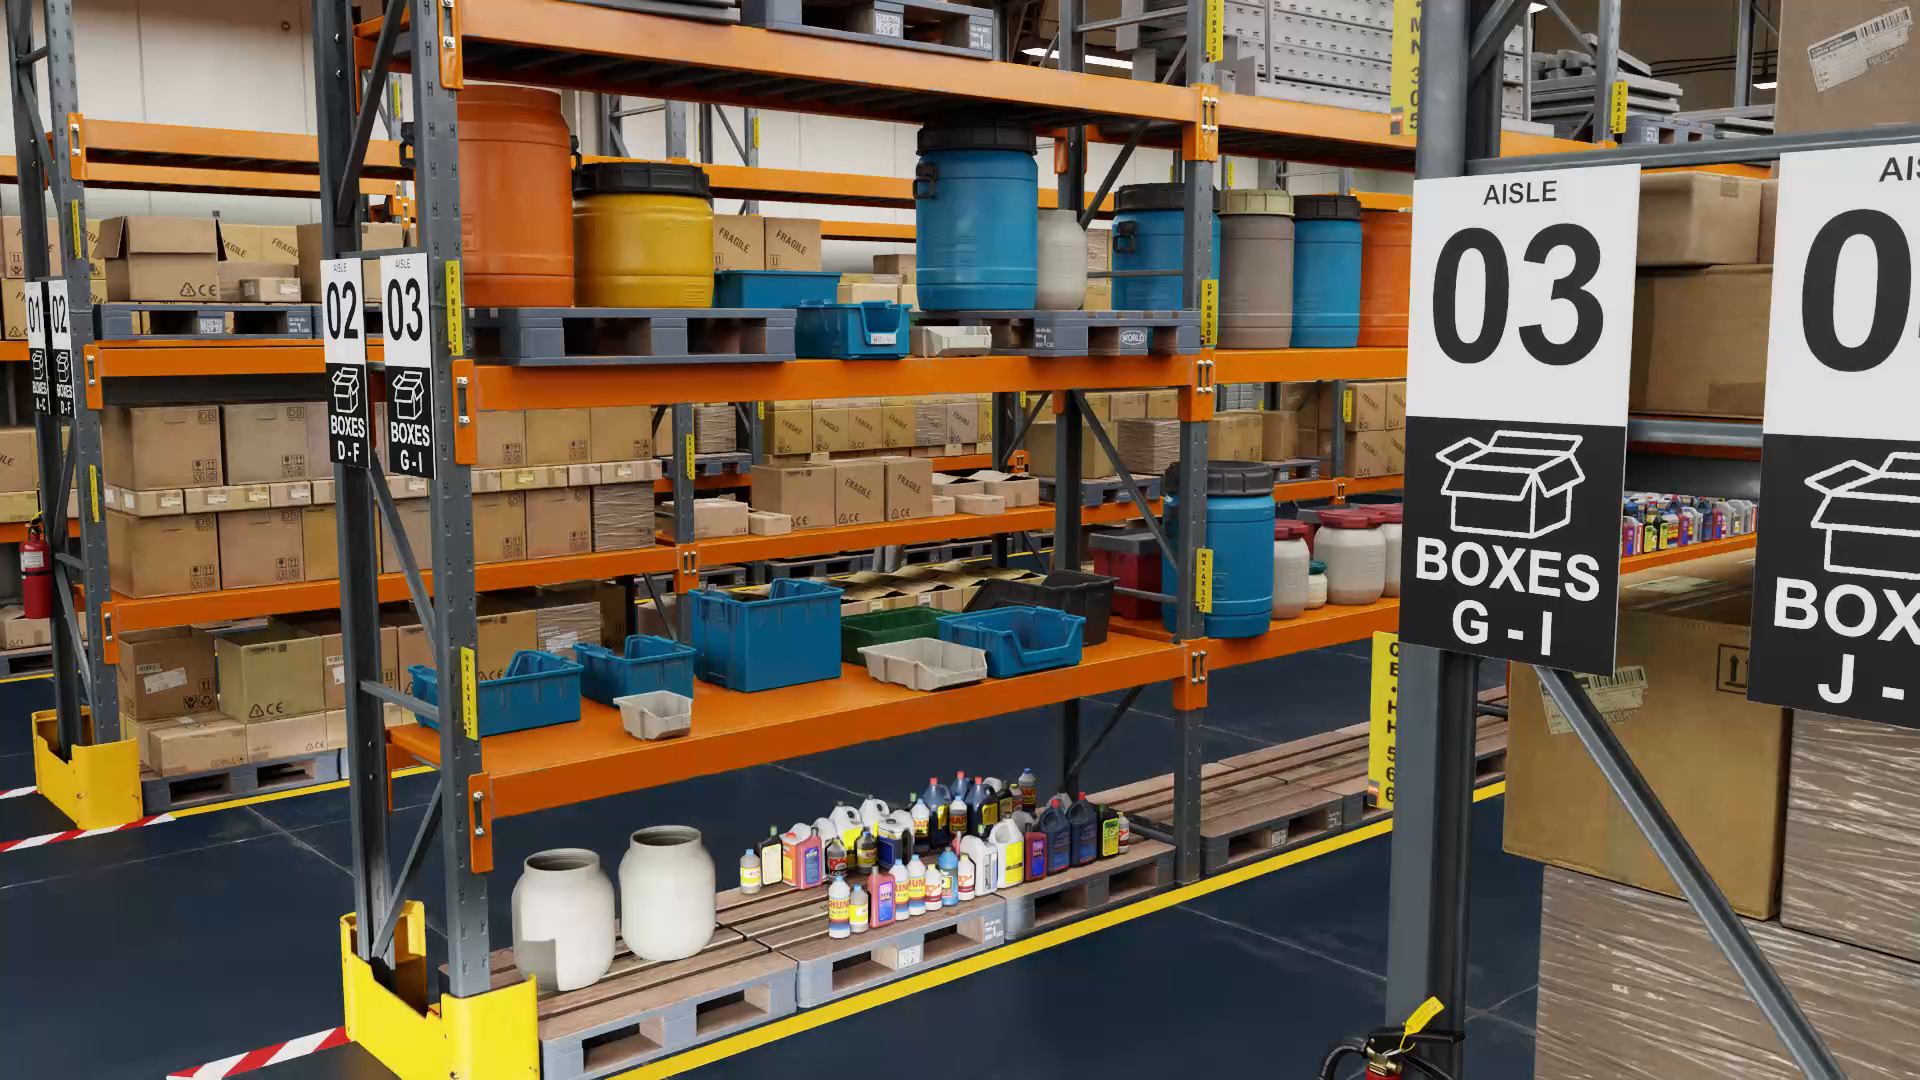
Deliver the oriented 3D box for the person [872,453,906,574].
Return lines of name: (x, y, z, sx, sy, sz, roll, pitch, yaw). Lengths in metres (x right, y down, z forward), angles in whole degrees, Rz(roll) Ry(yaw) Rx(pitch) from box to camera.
person: (-0.725, -0.031, 16.526, 0.403, 1.673, 0.488, -6, 10, -41)
